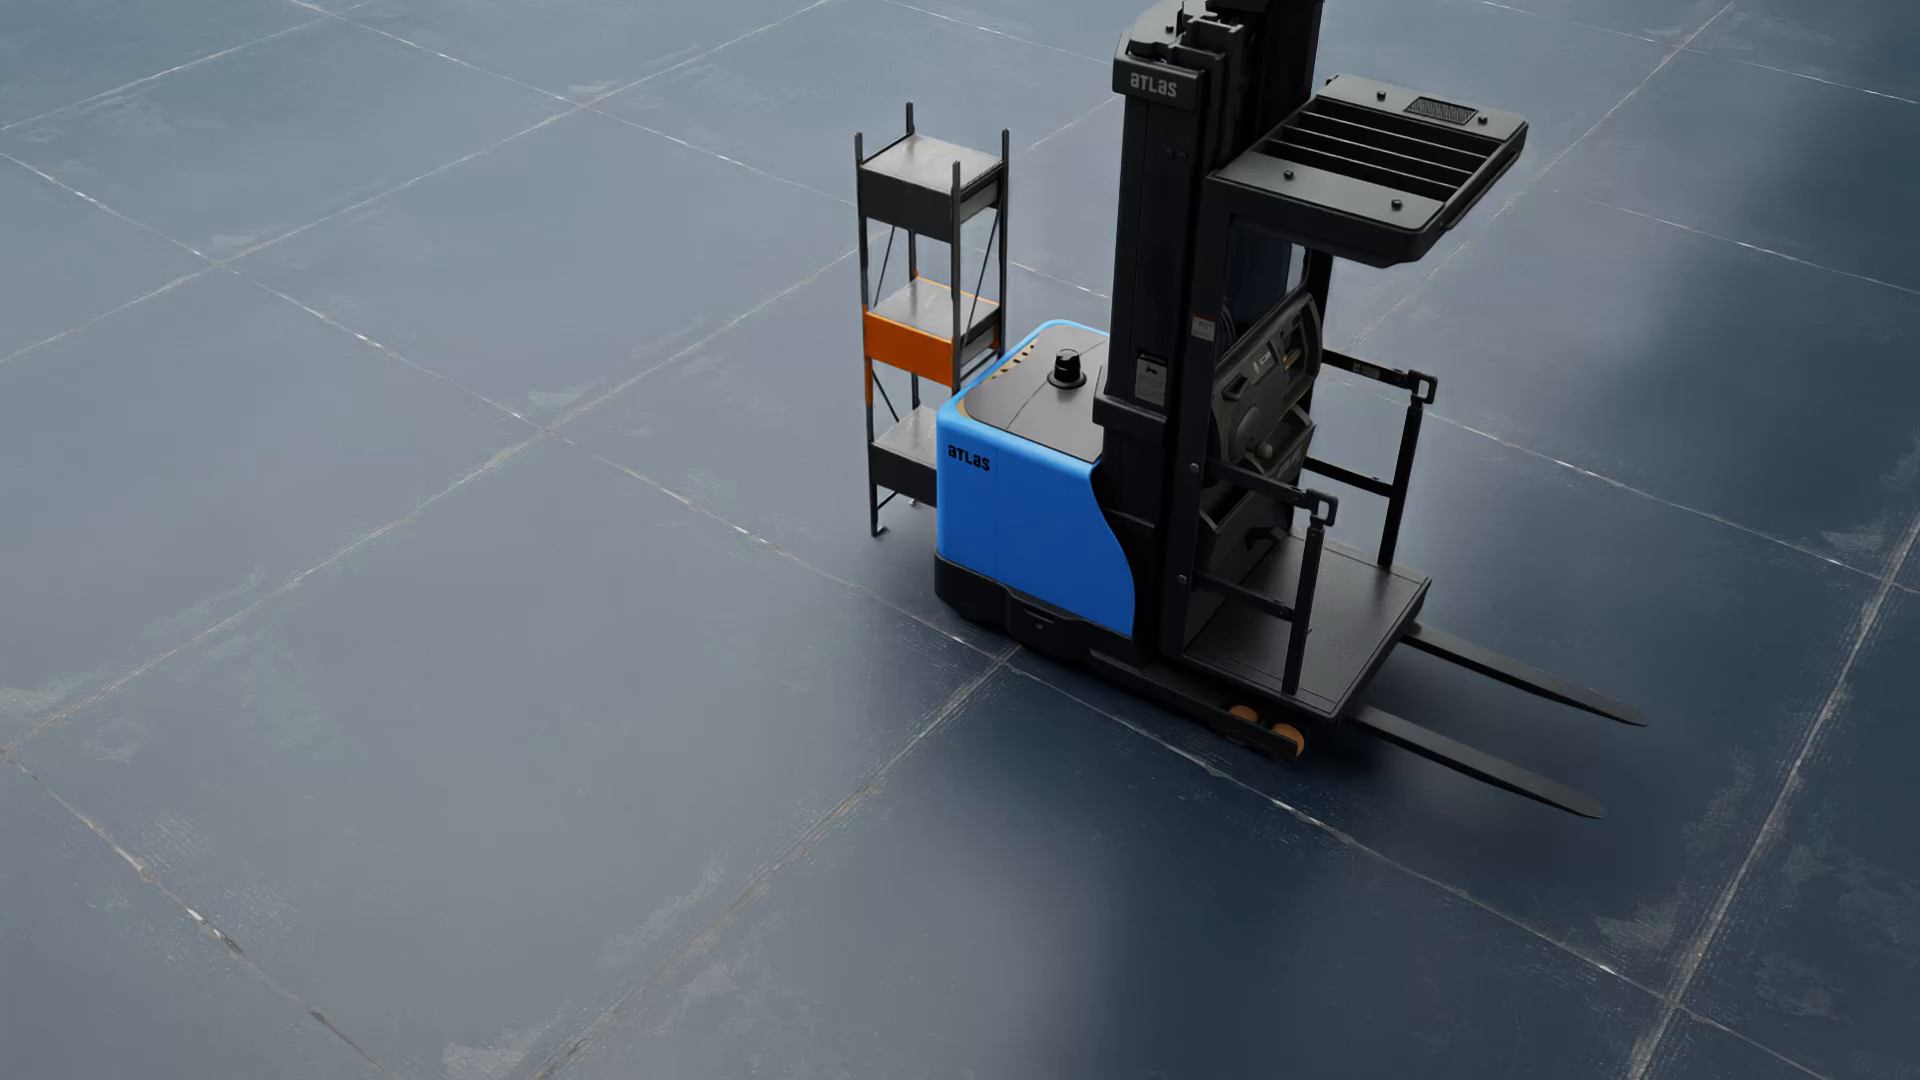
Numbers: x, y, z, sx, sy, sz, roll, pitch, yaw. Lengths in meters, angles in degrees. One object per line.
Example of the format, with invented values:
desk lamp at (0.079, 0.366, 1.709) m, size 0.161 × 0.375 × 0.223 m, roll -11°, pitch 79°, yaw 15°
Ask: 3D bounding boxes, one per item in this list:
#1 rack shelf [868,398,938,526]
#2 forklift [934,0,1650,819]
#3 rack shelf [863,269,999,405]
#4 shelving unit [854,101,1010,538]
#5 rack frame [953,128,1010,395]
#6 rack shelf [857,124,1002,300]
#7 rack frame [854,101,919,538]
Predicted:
rack shelf at (-0.115, -0.297, 7.945) m, size 0.480 × 0.518 × 0.431 m, roll 22°, pitch 43°, yaw 26°
forklift at (1.390, -0.599, 6.499) m, size 3.031 × 2.935 × 1.130 m, roll 22°, pitch 43°, yaw 26°
rack shelf at (-0.115, -0.848, 7.513) m, size 0.480 × 0.518 × 0.431 m, roll 22°, pitch 43°, yaw 26°
shelving unit at (-0.115, -0.859, 7.505) m, size 0.503 × 2.100 × 0.431 m, roll 22°, pitch 43°, yaw 26°
rack frame at (0.088, -0.775, 7.398) m, size 0.015 × 2.100 × 0.400 m, roll 22°, pitch 43°, yaw 26°
rack shelf at (-0.115, -1.400, 7.082) m, size 0.480 × 0.518 × 0.431 m, roll 22°, pitch 43°, yaw 26°
rack frame at (-0.317, -0.943, 7.612) m, size 0.015 × 2.100 × 0.400 m, roll 22°, pitch 43°, yaw 26°
